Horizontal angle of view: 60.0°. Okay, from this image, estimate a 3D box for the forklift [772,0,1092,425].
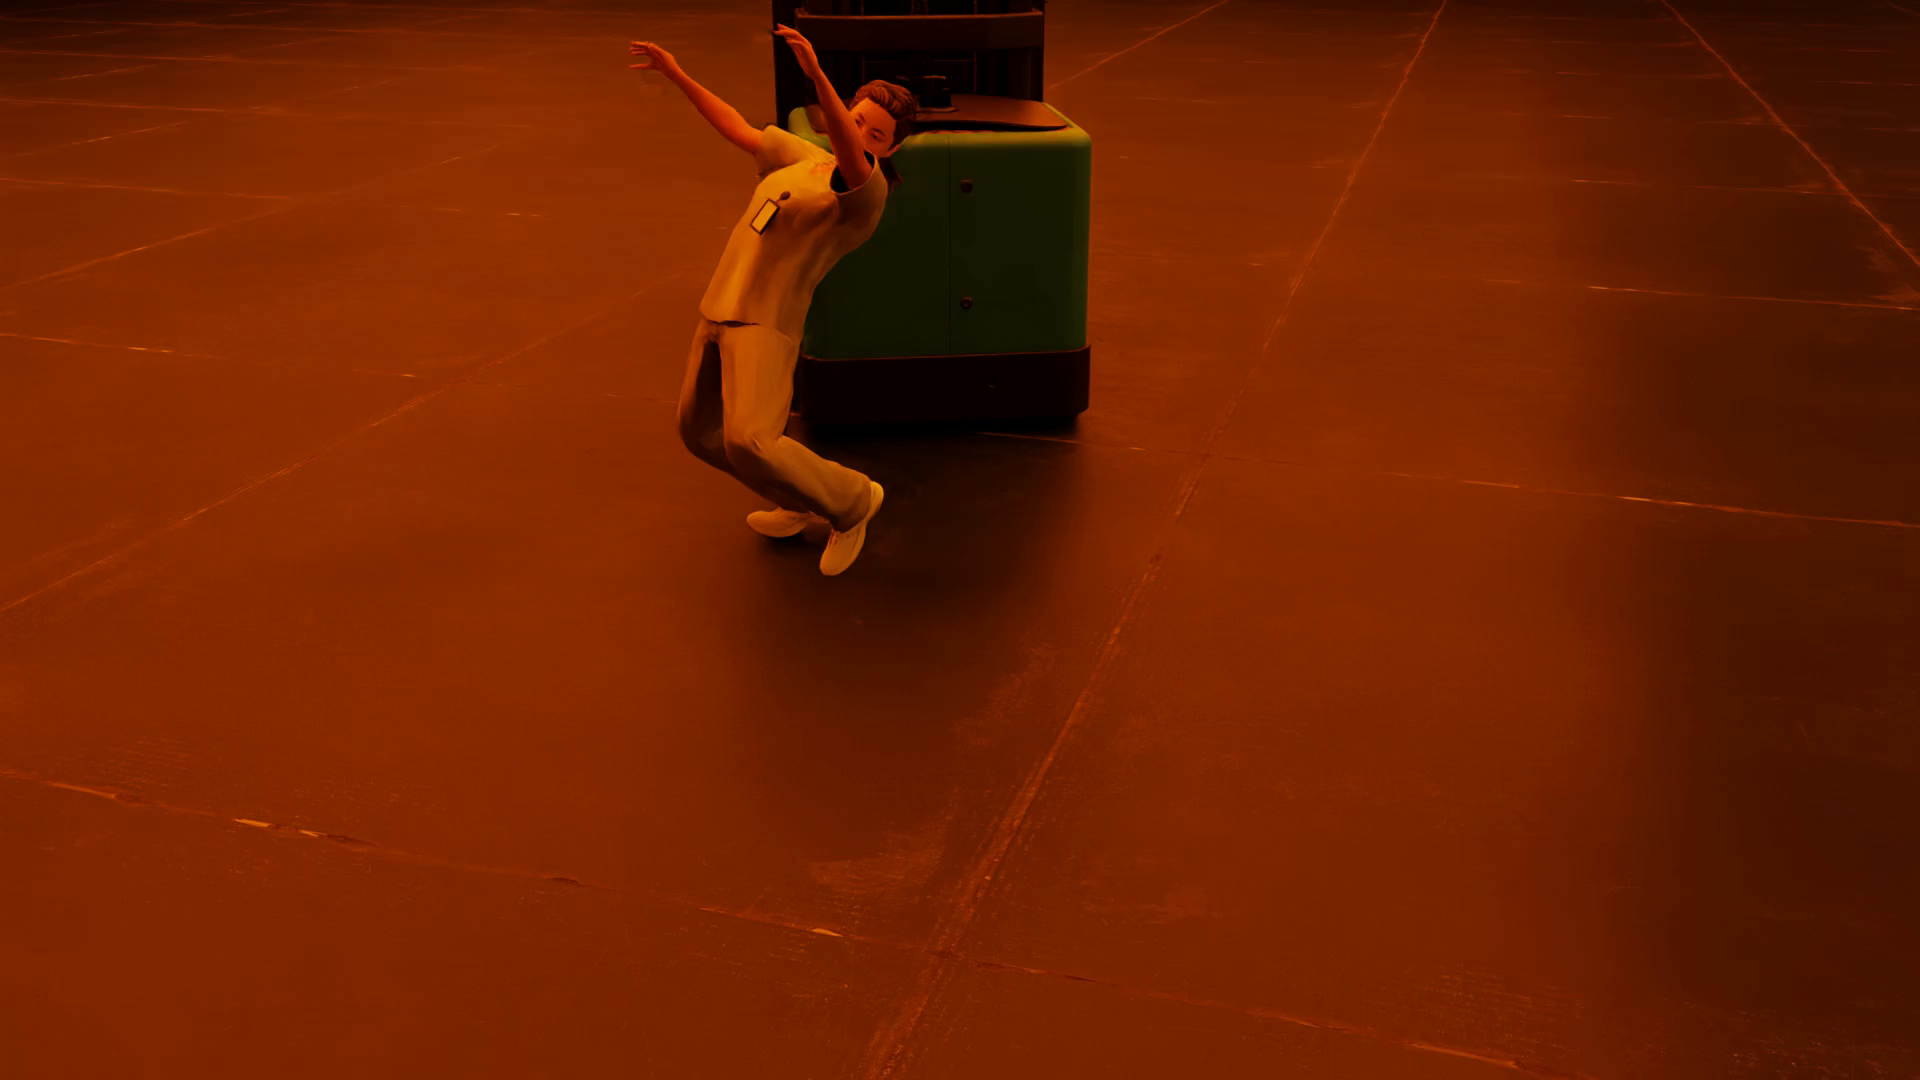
[{"bbox_3d":[-0.239,-2.290,6.826,1.130,2.935,3.031,-3,23,-7],"label":"forklift"}]

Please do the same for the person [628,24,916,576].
[{"bbox_3d":[-0.488,-0.710,4.771,0.692,1.556,0.880,-13,26,-28],"label":"person"}]
